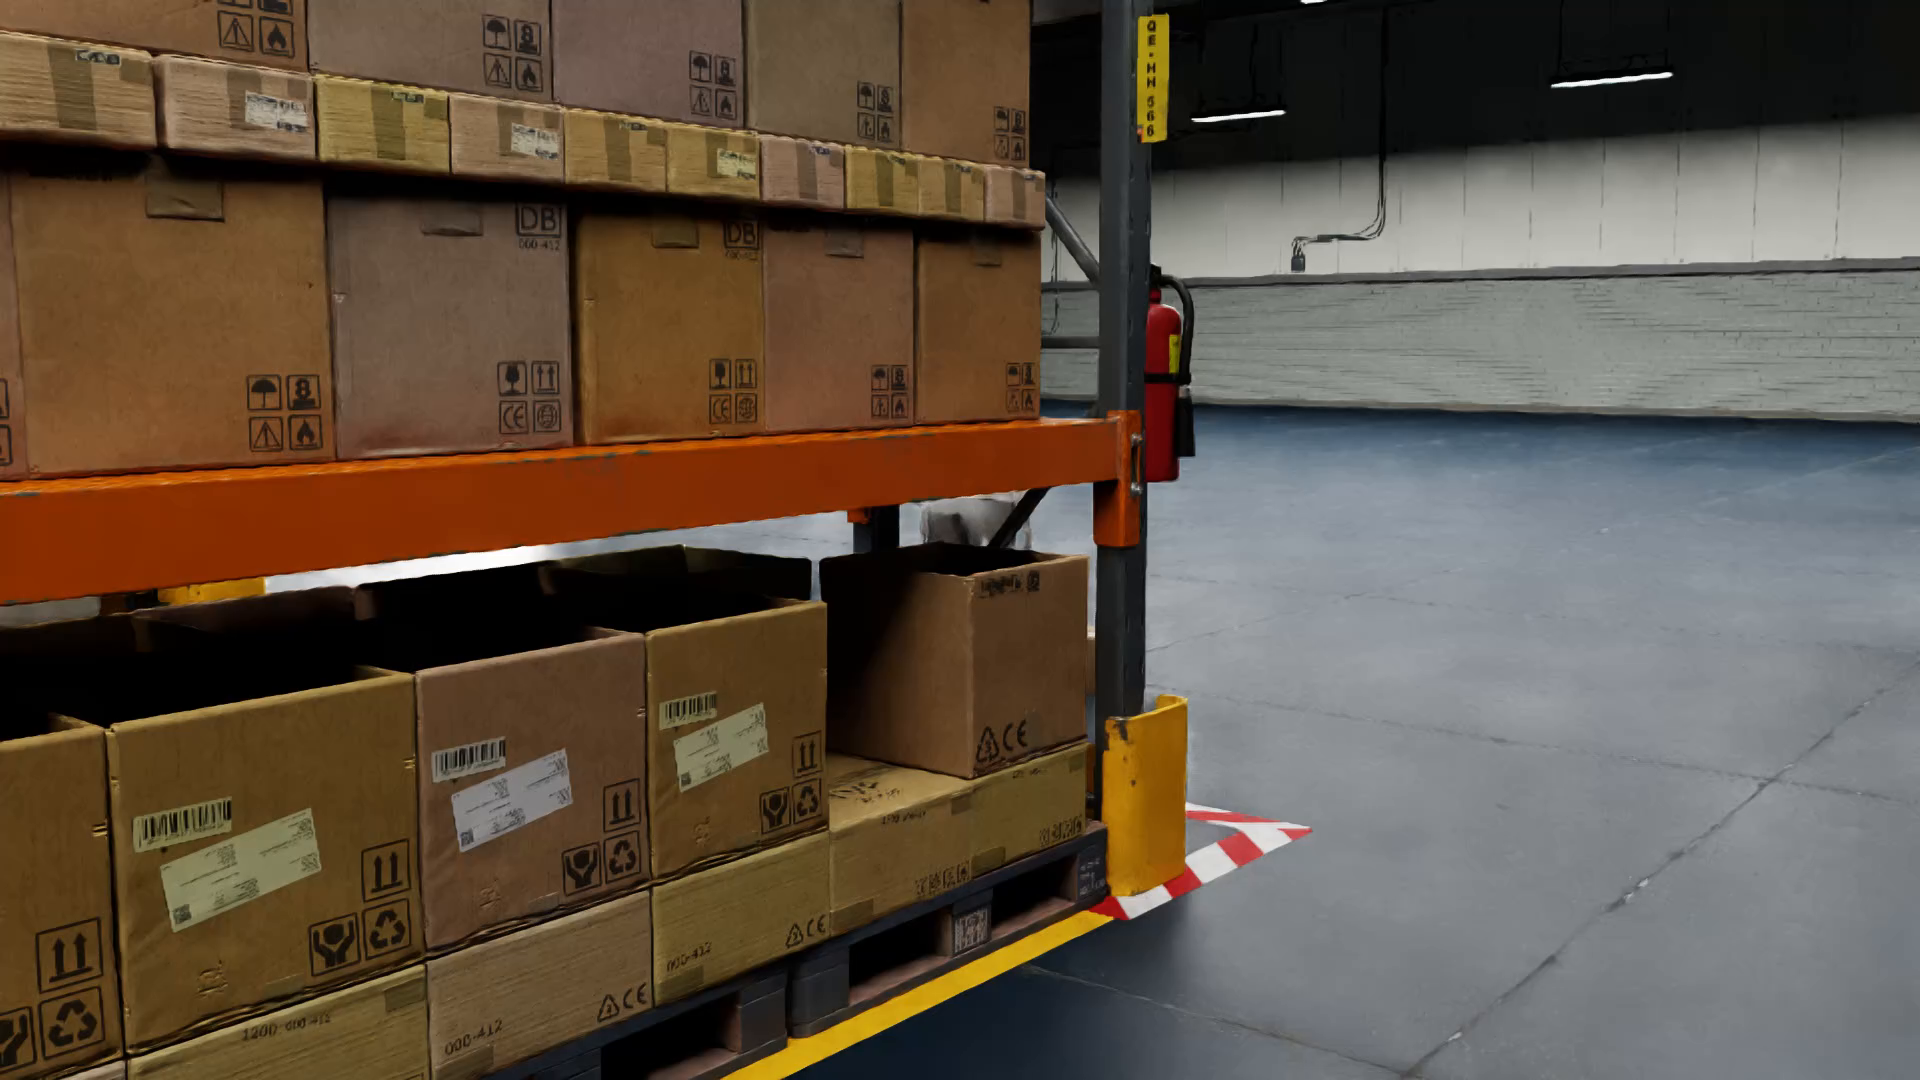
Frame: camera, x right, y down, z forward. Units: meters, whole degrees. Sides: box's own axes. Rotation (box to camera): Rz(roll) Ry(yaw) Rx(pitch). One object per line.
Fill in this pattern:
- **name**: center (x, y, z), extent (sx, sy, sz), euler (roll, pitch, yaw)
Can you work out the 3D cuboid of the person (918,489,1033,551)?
- **person**: center (0.045, -0.106, 6.410), extent (0.494, 1.684, 0.386), euler (4, 8, 32)
